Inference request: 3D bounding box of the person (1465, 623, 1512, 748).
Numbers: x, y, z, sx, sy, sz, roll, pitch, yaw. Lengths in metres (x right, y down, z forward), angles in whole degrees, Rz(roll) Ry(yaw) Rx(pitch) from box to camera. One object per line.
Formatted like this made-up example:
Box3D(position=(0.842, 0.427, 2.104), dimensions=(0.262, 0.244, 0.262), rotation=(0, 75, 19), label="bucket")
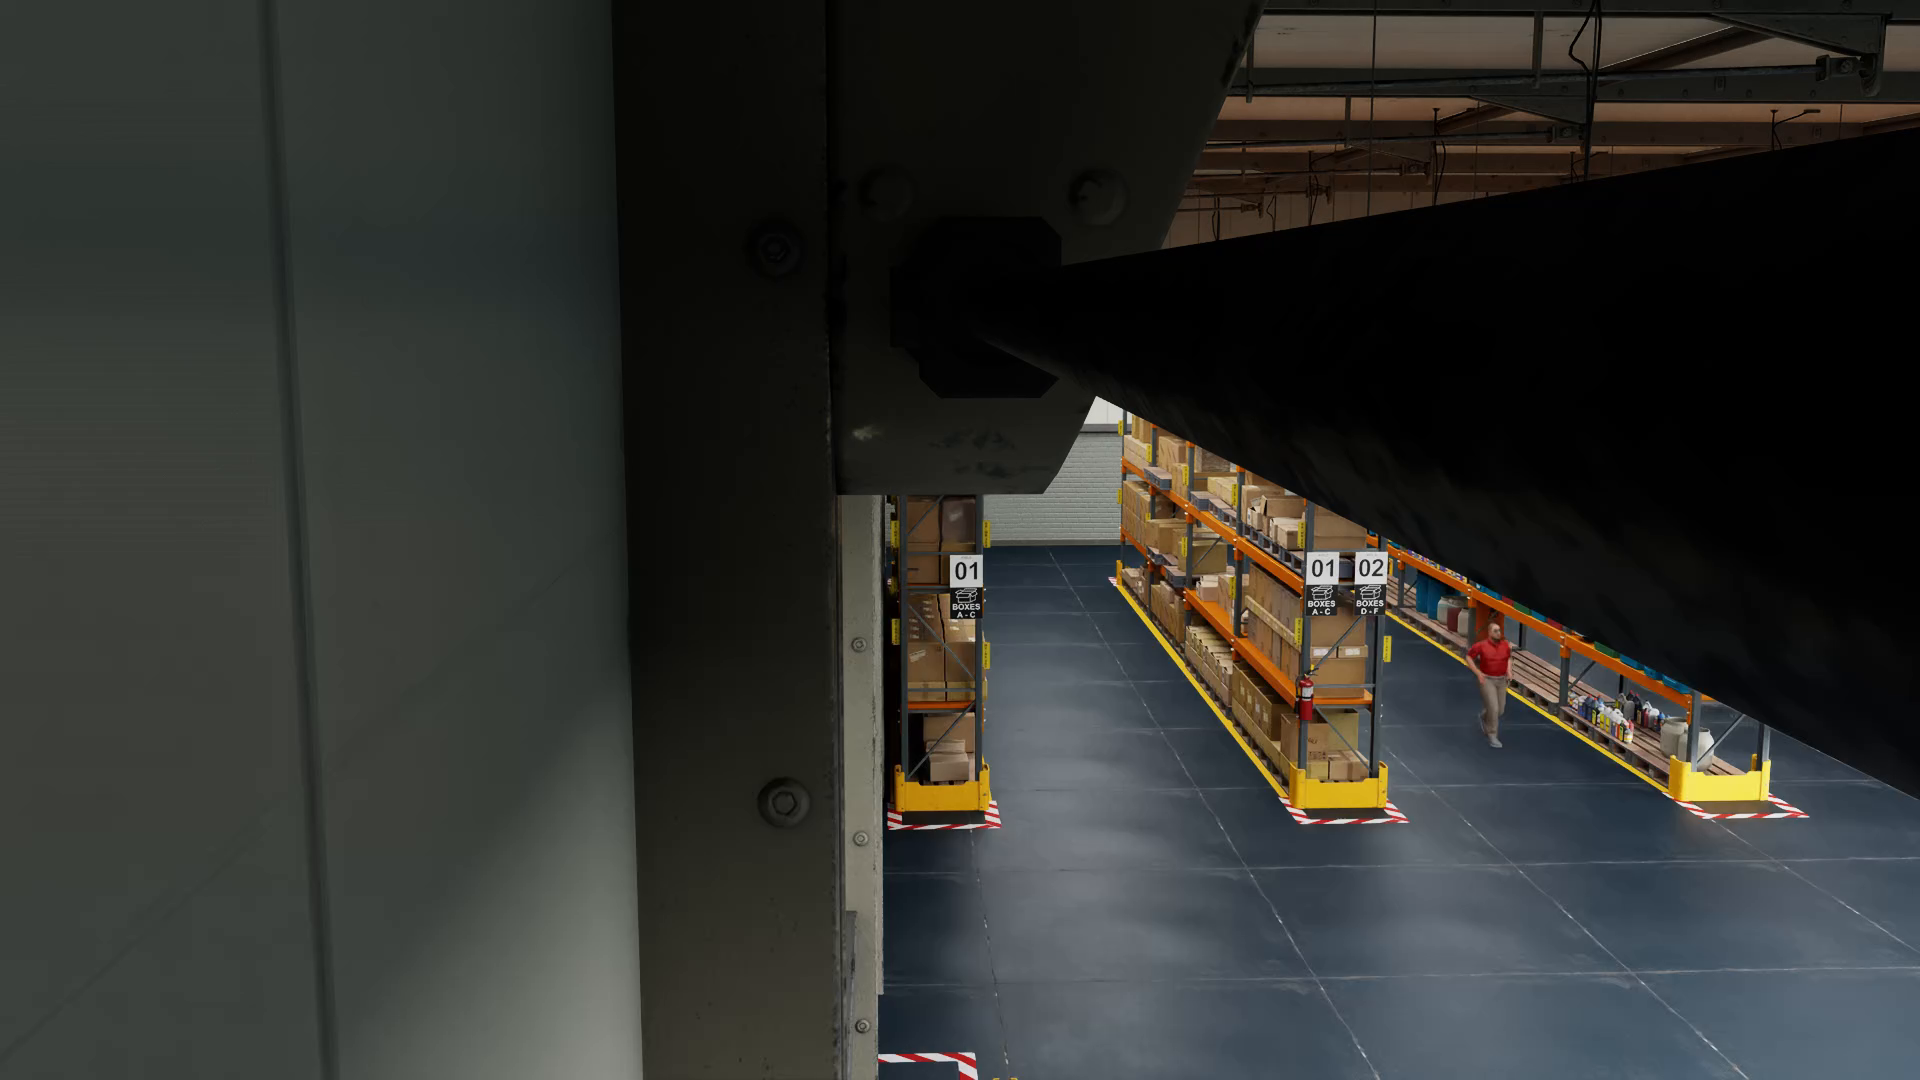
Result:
Box3D(position=(7.521, 2.027, 23.611), dimensions=(0.671, 1.713, 0.774), rotation=(-2, 9, -14), label="person")
